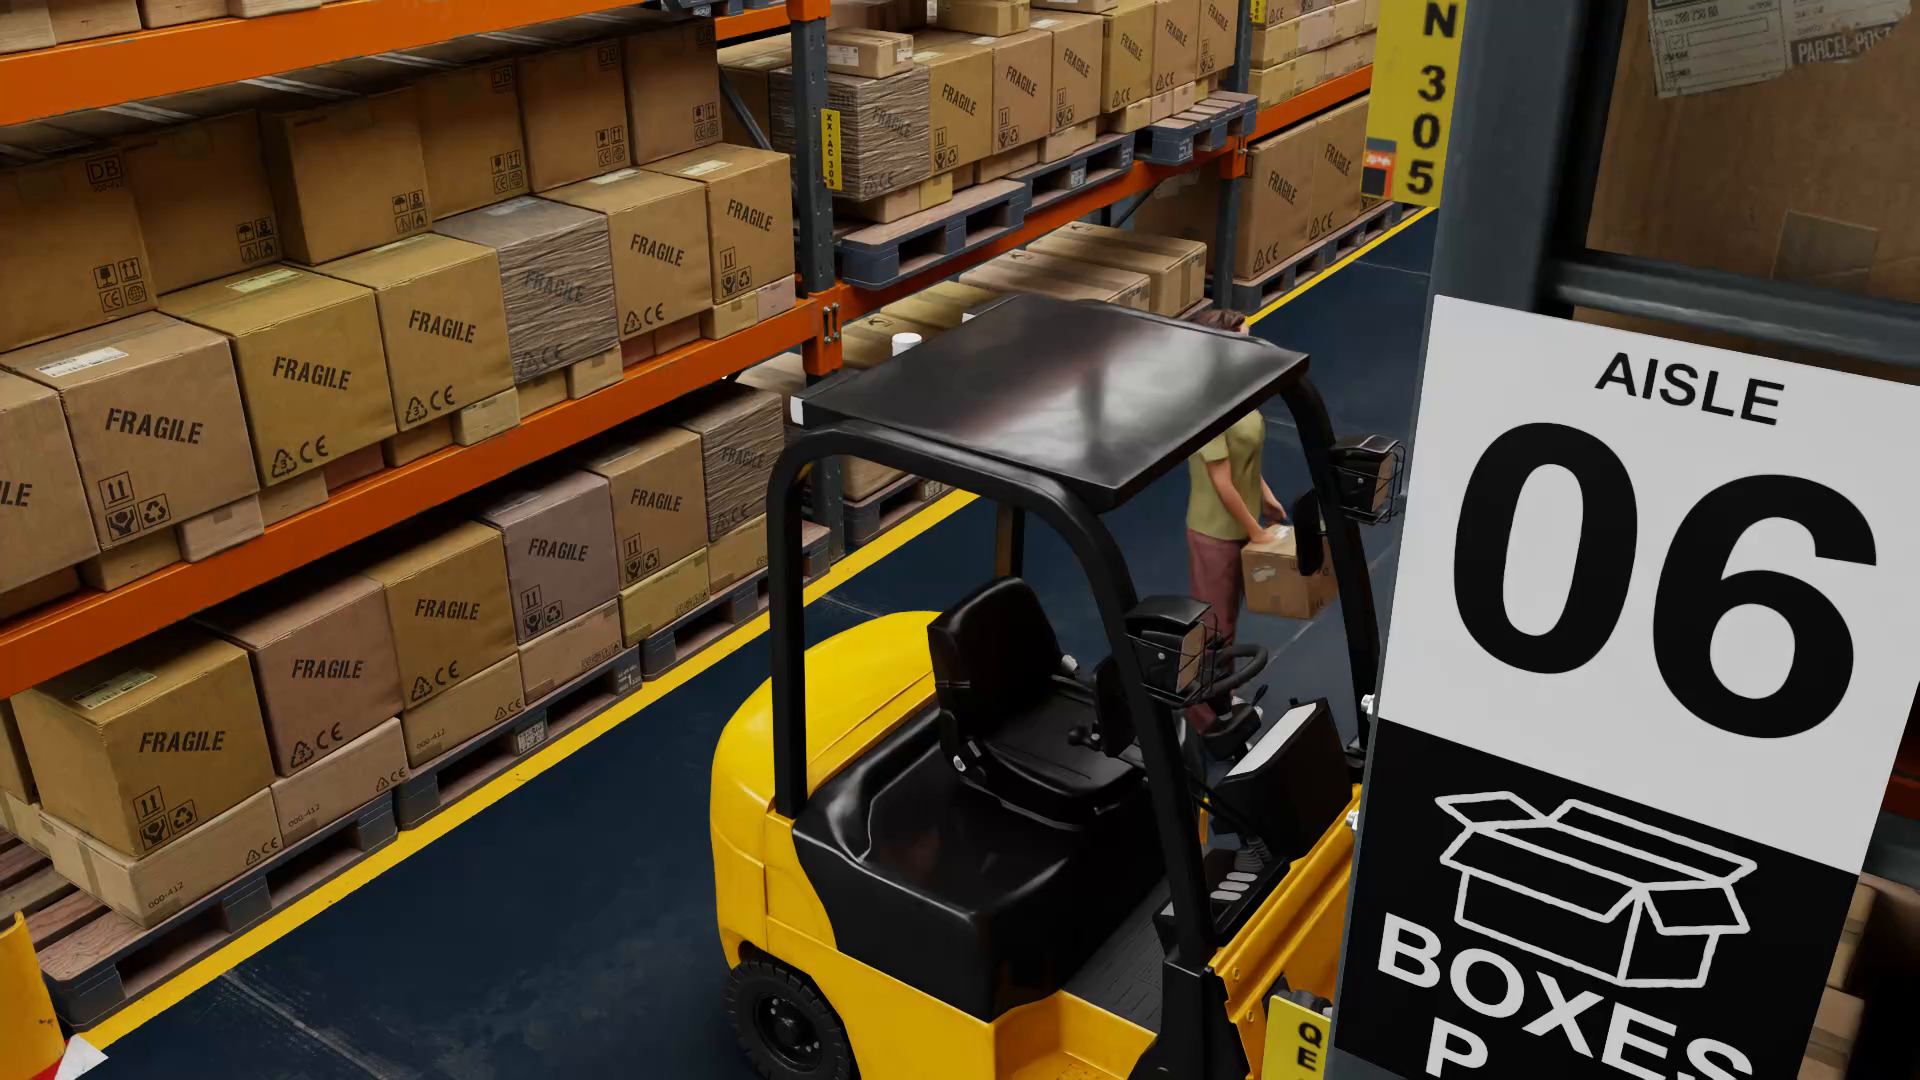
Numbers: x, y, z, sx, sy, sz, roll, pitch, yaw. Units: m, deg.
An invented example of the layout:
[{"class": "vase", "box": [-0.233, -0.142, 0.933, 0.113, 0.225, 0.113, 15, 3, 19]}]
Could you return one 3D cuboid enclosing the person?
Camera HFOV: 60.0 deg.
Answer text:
[{"class": "person", "box": [0.985, -0.039, 6.179, 0.455, 1.680, 0.507, 9, 28, 17]}]
